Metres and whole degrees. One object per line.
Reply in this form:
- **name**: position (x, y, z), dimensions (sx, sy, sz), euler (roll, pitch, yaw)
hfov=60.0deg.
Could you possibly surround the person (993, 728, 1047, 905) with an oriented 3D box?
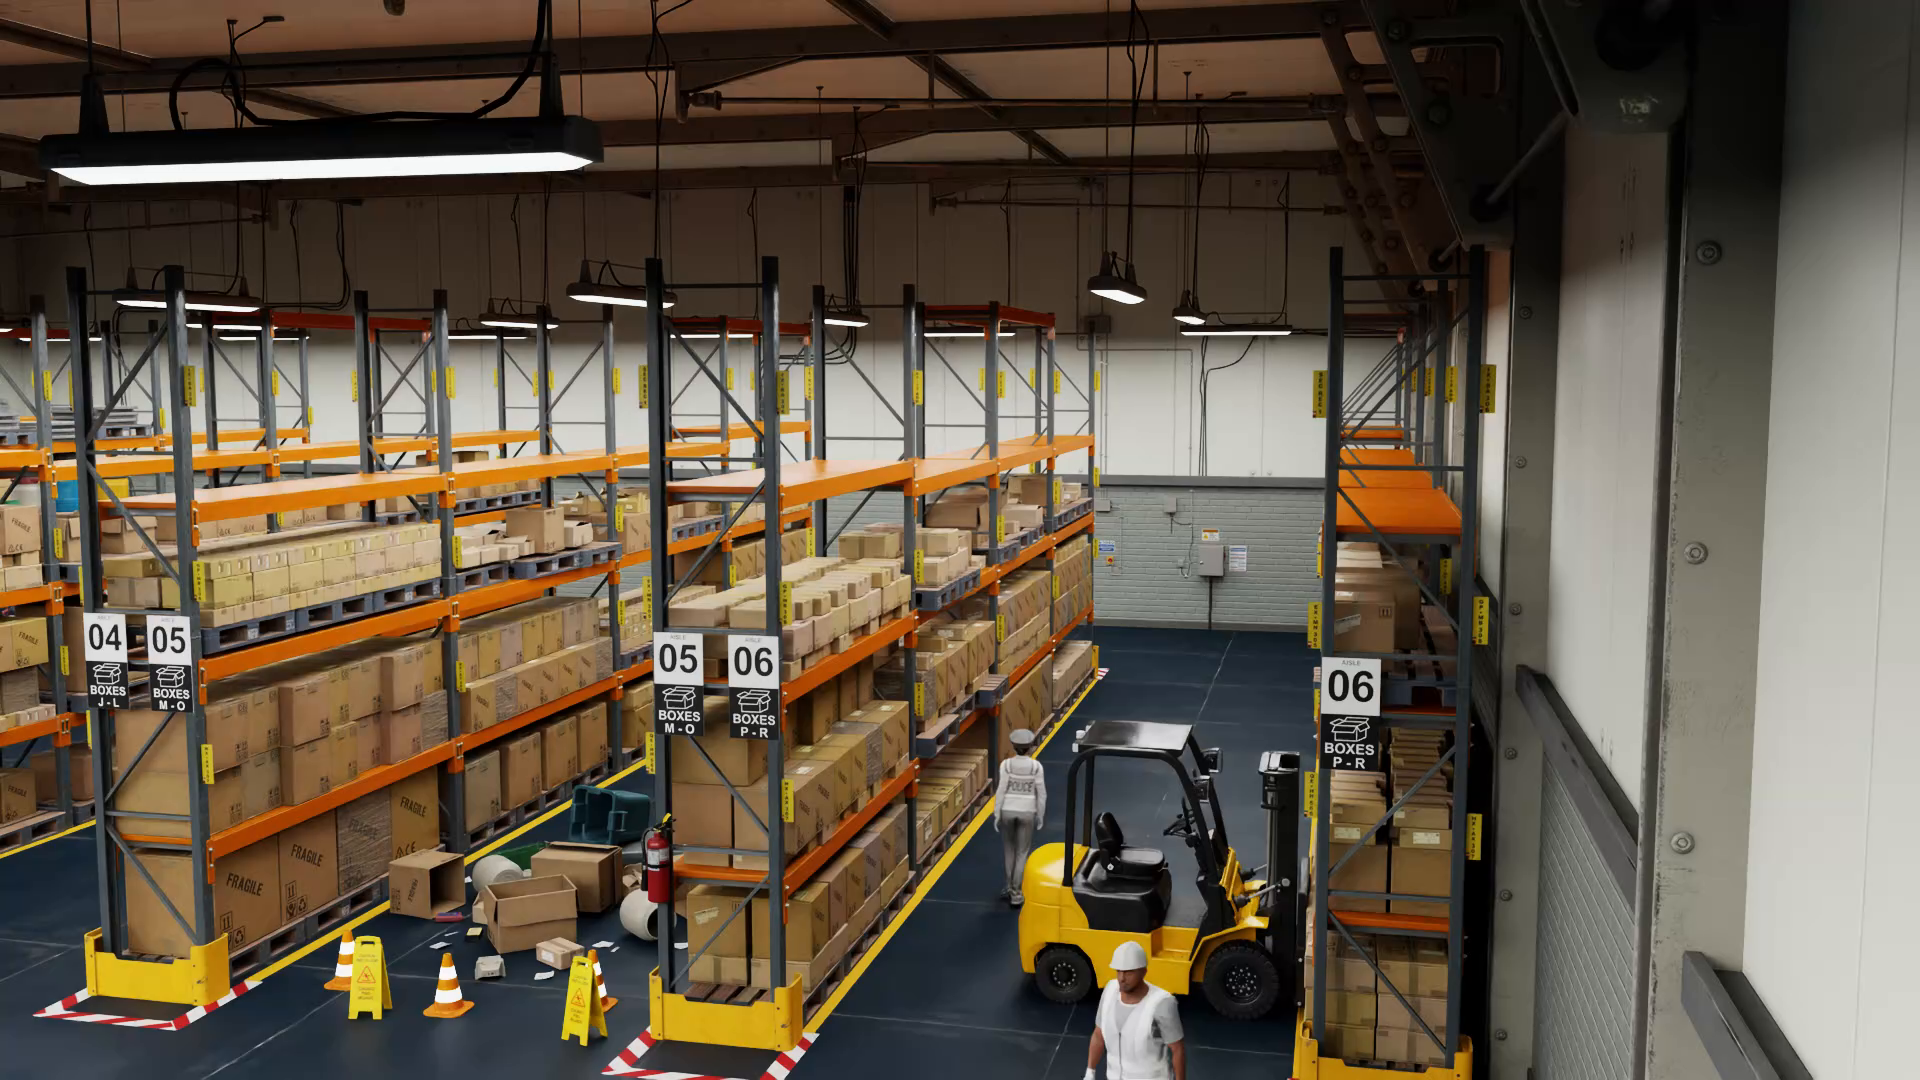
- **person**: position (0.588, 2.719, 16.227), dimensions (0.500, 1.738, 0.579), euler (1, 6, 10)

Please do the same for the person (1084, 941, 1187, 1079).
- **person**: position (1.003, 3.265, 9.992), dimensions (1.034, 1.728, 0.576), euler (-5, 8, -41)
